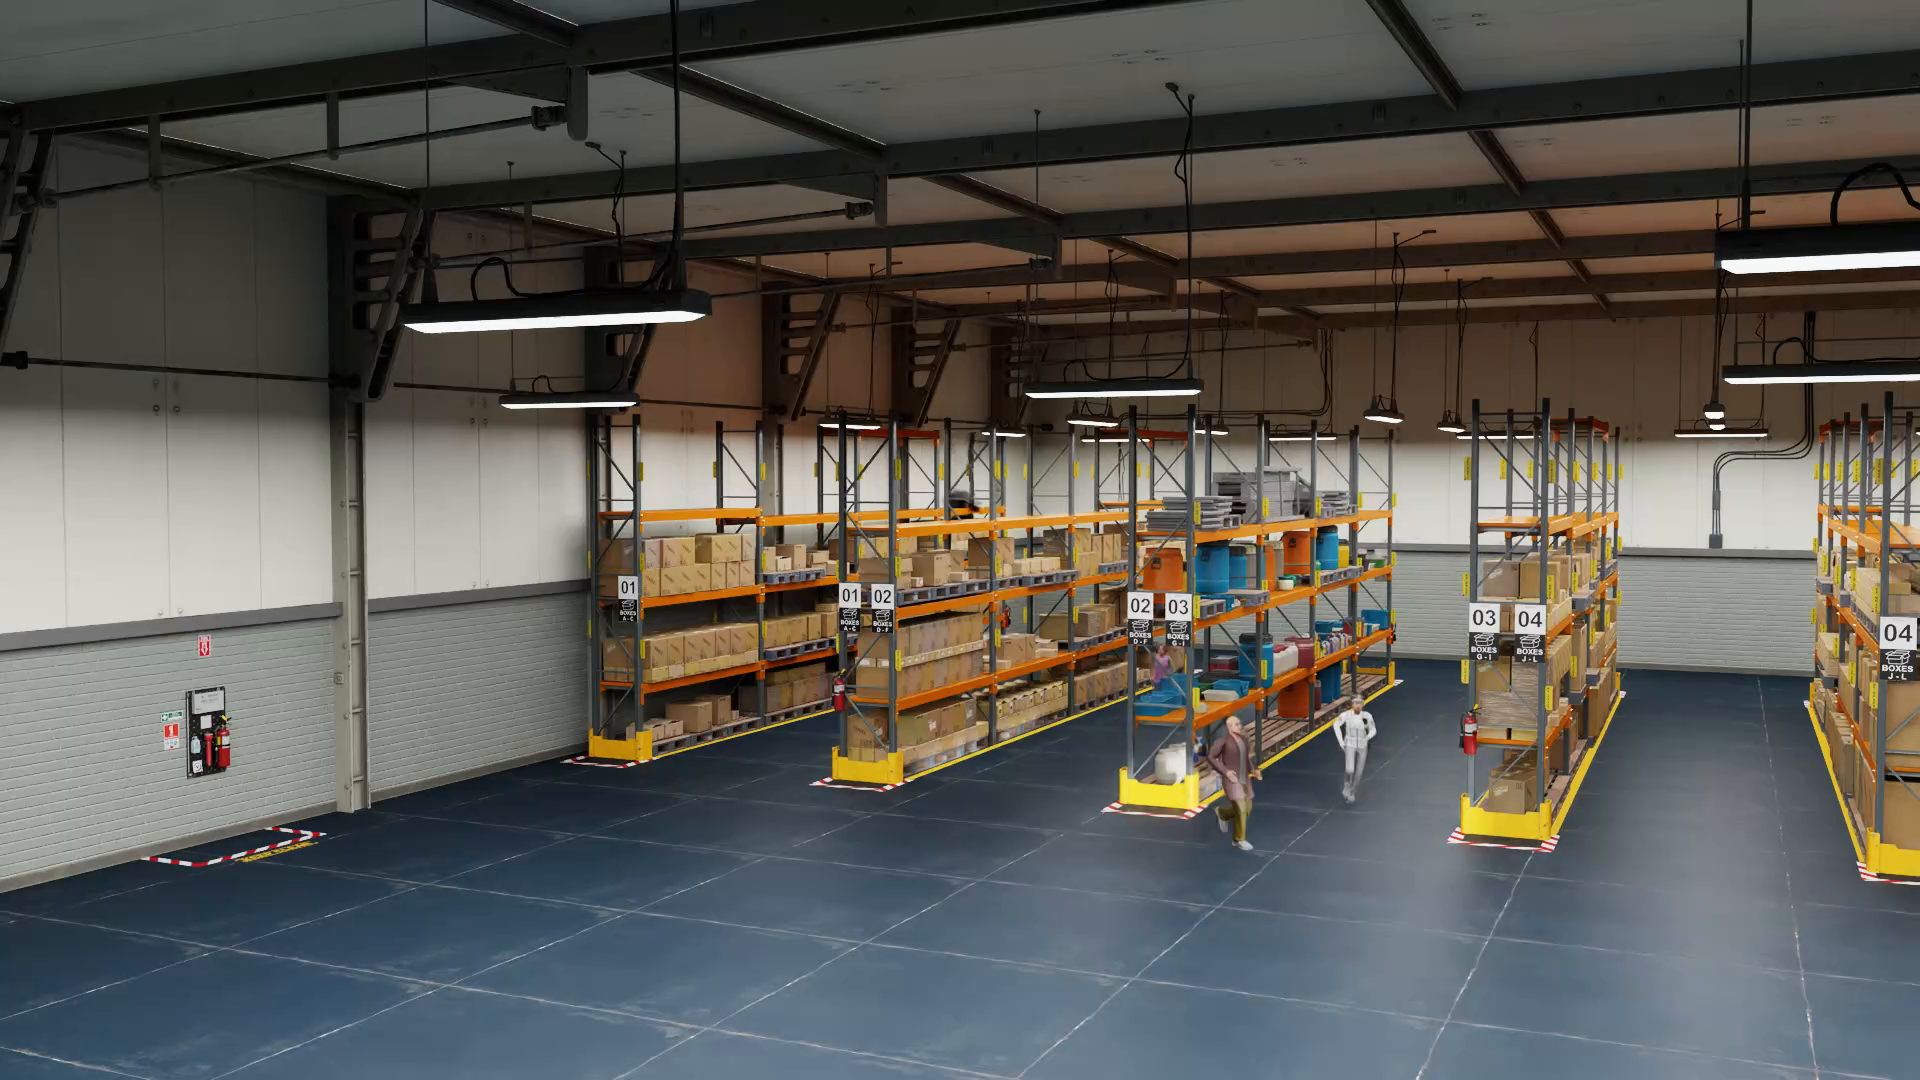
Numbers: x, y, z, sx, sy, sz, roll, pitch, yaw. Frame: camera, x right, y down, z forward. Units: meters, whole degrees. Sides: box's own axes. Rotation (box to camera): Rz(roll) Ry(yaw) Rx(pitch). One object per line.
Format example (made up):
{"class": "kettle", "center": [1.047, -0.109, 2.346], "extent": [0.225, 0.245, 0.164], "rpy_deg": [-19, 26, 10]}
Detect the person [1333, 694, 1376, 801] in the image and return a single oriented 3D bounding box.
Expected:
{"class": "person", "center": [5.968, 3.136, 25.069], "extent": [0.615, 1.651, 0.587], "rpy_deg": [0, 2, 4]}

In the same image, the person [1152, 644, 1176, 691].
{"class": "person", "center": [4.072, 2.874, 33.276], "extent": [0.520, 1.580, 0.925], "rpy_deg": [1, 2, 20]}

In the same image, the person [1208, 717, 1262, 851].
{"class": "person", "center": [3.631, 3.228, 22.217], "extent": [0.712, 1.748, 0.753], "rpy_deg": [-2, 3, -36]}
